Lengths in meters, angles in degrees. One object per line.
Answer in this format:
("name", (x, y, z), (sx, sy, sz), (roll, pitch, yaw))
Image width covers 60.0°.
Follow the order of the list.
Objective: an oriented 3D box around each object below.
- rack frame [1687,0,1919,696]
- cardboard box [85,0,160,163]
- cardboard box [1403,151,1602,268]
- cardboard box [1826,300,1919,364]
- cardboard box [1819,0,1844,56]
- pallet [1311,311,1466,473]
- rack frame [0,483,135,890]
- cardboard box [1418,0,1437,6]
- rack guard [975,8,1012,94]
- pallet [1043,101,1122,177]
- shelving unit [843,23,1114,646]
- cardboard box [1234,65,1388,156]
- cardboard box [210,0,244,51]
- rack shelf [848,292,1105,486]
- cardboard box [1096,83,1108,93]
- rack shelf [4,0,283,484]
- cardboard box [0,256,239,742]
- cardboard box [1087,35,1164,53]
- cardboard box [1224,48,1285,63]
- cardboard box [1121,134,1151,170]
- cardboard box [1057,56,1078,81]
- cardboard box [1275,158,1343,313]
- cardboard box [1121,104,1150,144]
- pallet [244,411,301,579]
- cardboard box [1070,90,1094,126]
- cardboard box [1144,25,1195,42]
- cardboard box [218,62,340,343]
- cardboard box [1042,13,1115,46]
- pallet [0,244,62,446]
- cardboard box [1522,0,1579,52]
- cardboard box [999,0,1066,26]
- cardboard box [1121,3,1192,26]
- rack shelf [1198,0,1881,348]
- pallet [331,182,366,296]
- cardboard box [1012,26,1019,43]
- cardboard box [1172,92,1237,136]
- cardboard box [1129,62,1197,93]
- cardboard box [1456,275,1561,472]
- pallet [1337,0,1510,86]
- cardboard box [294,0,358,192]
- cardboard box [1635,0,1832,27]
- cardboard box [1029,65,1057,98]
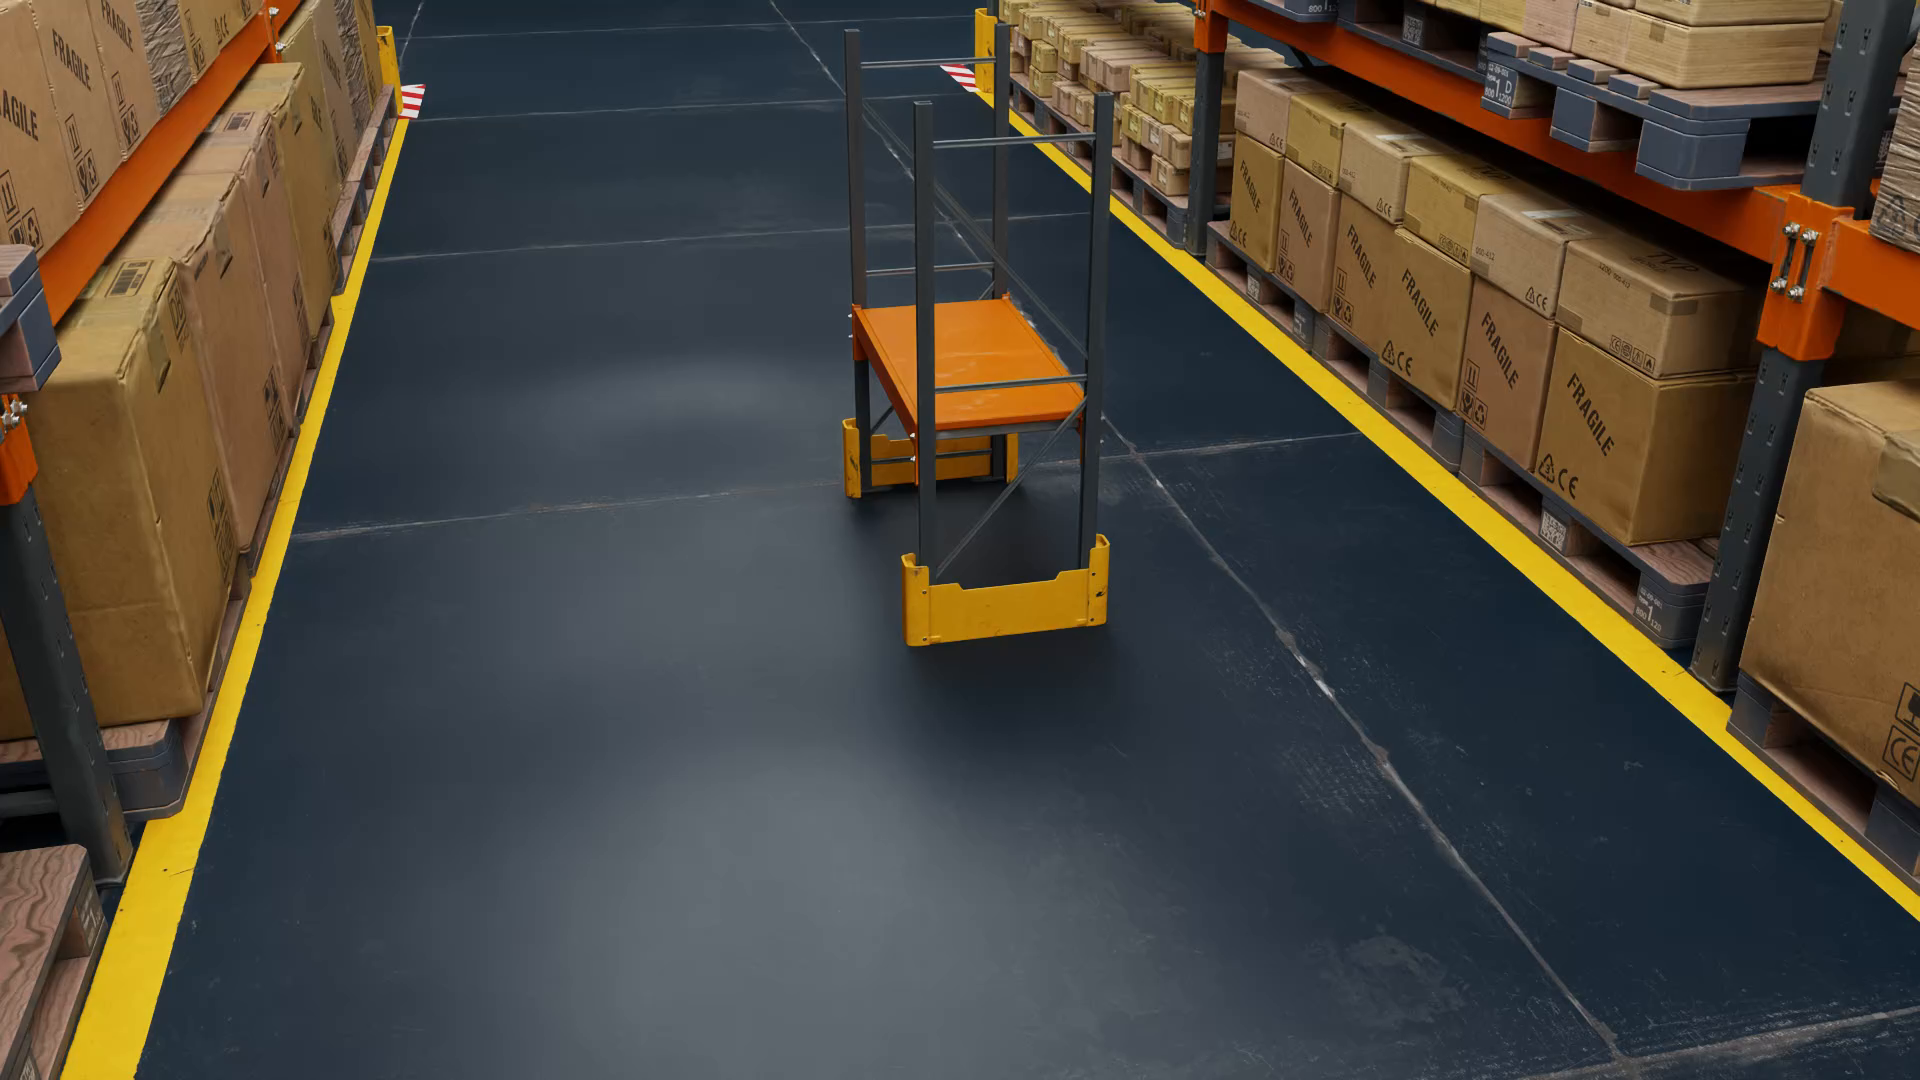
("rack frame", (2.484, -1.001, 3.904), (1.000, 3.000, 0.127), (-6, 27, -12))
("cardboard box", (-2.453, -1.278, 4.342), (0.500, 0.500, 0.500), (-6, 27, -13))
("cardboard box", (1.851, -1.126, 5.628), (0.500, 0.250, 0.500), (-5, 27, -10))
("cardboard box", (2.565, -0.735, 4.852), (0.500, 0.250, 0.500), (-7, 28, -14))
("cardboard box", (2.520, -1.411, 4.529), (0.380, 0.149, 0.250), (-5, 27, -9))
("pallet", (2.038, -0.634, 6.272), (1.003, 0.211, 1.213), (-6, 27, -12))
("rack frame", (-2.371, -0.542, 2.994), (1.000, 3.000, 0.127), (-6, 27, -12))
("cardboard box", (1.641, -1.810, 5.320), (0.380, 0.149, 0.250), (-5, 27, -10))
("rack guard", (0.698, -3.364, 11.360), (1.175, 0.500, 0.348), (-6, 27, -12))
("pallet", (1.118, -2.340, 9.652), (1.003, 0.211, 1.213), (-6, 27, -12))
("shelving unit", (0.017, -0.636, 4.846), (0.587, 1.500, 1.083), (-6, 27, -12))
("cardboard box", (1.492, -1.812, 6.987), (0.500, 0.250, 0.500), (-7, 28, -14))
("cardboard box", (-2.796, -1.947, 5.667), (0.500, 0.500, 0.500), (-5, 27, -10))
("rack shelf", (0.019, -0.472, 4.919), (0.538, 0.185, 1.000), (-6, 27, -12))
("cardboard box", (0.973, -2.494, 9.229), (0.380, 0.149, 0.250), (-7, 28, -14))
("rack shelf", (-2.822, -1.099, 4.896), (1.077, 0.370, 4.000), (-6, 27, -12))
("cardboard box", (-2.506, -0.086, 3.983), (1.225, 0.875, 0.875), (-7, 28, -14))
("cardboard box", (0.934, -2.753, 9.412), (0.380, 0.149, 0.250), (-6, 27, -11))
("cardboard box", (1.539, -2.575, 9.060), (0.380, 0.149, 0.250), (-5, 27, -10))
("cardboard box", (1.063, -2.041, 8.663), (0.380, 0.149, 0.250), (-7, 28, -13))
("cardboard box", (0.802, -2.850, 9.935), (0.380, 0.149, 0.250), (-7, 28, -14))
("cardboard box", (1.612, -1.245, 6.696), (0.500, 0.500, 0.500), (-5, 27, -9))
("cardboard box", (1.051, -2.144, 8.537), (0.380, 0.149, 0.250), (-7, 28, -13))
("pallet", (-2.747, -0.185, 5.383), (1.003, 0.211, 1.213), (-6, 27, -12))
("cardboard box", (0.849, -2.488, 9.547), (0.380, 0.149, 0.250), (-6, 27, -12))
("cardboard box", (1.293, -2.910, 9.725), (0.380, 0.149, 0.250), (-7, 28, -13))
("cardboard box", (-3.109, -1.258, 6.305), (1.225, 0.875, 0.875), (-6, 27, -11))
("cardboard box", (0.716, -3.096, 10.093), (0.380, 0.149, 0.250), (-7, 28, -14))
("pallet", (-2.107, -0.154, 2.439), (1.213, 0.211, 1.003), (-6, 27, -12))
("cardboard box", (1.813, -1.468, 4.643), (0.380, 0.149, 0.250), (-5, 27, -11))
("cardboard box", (0.468, -3.429, 10.752), (0.380, 0.149, 0.250), (-7, 28, -14))
("cardboard box", (1.230, -3.270, 10.437), (0.380, 0.149, 0.250), (-7, 28, -13))
("rack shelf", (2.033, -1.558, 5.806), (1.077, 0.370, 4.000), (-6, 27, -12))
("pallet", (-3.368, -1.395, 7.779), (1.003, 0.211, 1.213), (-6, 27, -12))
("cardboard box", (0.549, -3.305, 10.836), (0.380, 0.149, 0.250), (-5, 27, -9))
("cardboard box", (1.249, -2.067, 8.054), (0.380, 0.149, 0.250), (-5, 27, -10))
("cardboard box", (1.107, -2.406, 8.725), (0.380, 0.149, 0.250), (-5, 27, -10))
("cardboard box", (1.968, -0.563, 5.345), (0.500, 0.500, 0.500), (-5, 27, -10))
("pallet", (1.998, -1.780, 5.661), (1.003, 0.211, 1.213), (-6, 27, -12))
("cardboard box", (-3.546, -2.230, 8.230), (0.875, 0.875, 0.875), (-6, 27, -12))
("cardboard box", (1.929, -1.380, 4.137), (0.380, 0.149, 0.250), (-5, 27, -11))
("cardboard box", (0.640, -2.827, 10.220), (0.380, 0.149, 0.250), (-6, 27, -11))
